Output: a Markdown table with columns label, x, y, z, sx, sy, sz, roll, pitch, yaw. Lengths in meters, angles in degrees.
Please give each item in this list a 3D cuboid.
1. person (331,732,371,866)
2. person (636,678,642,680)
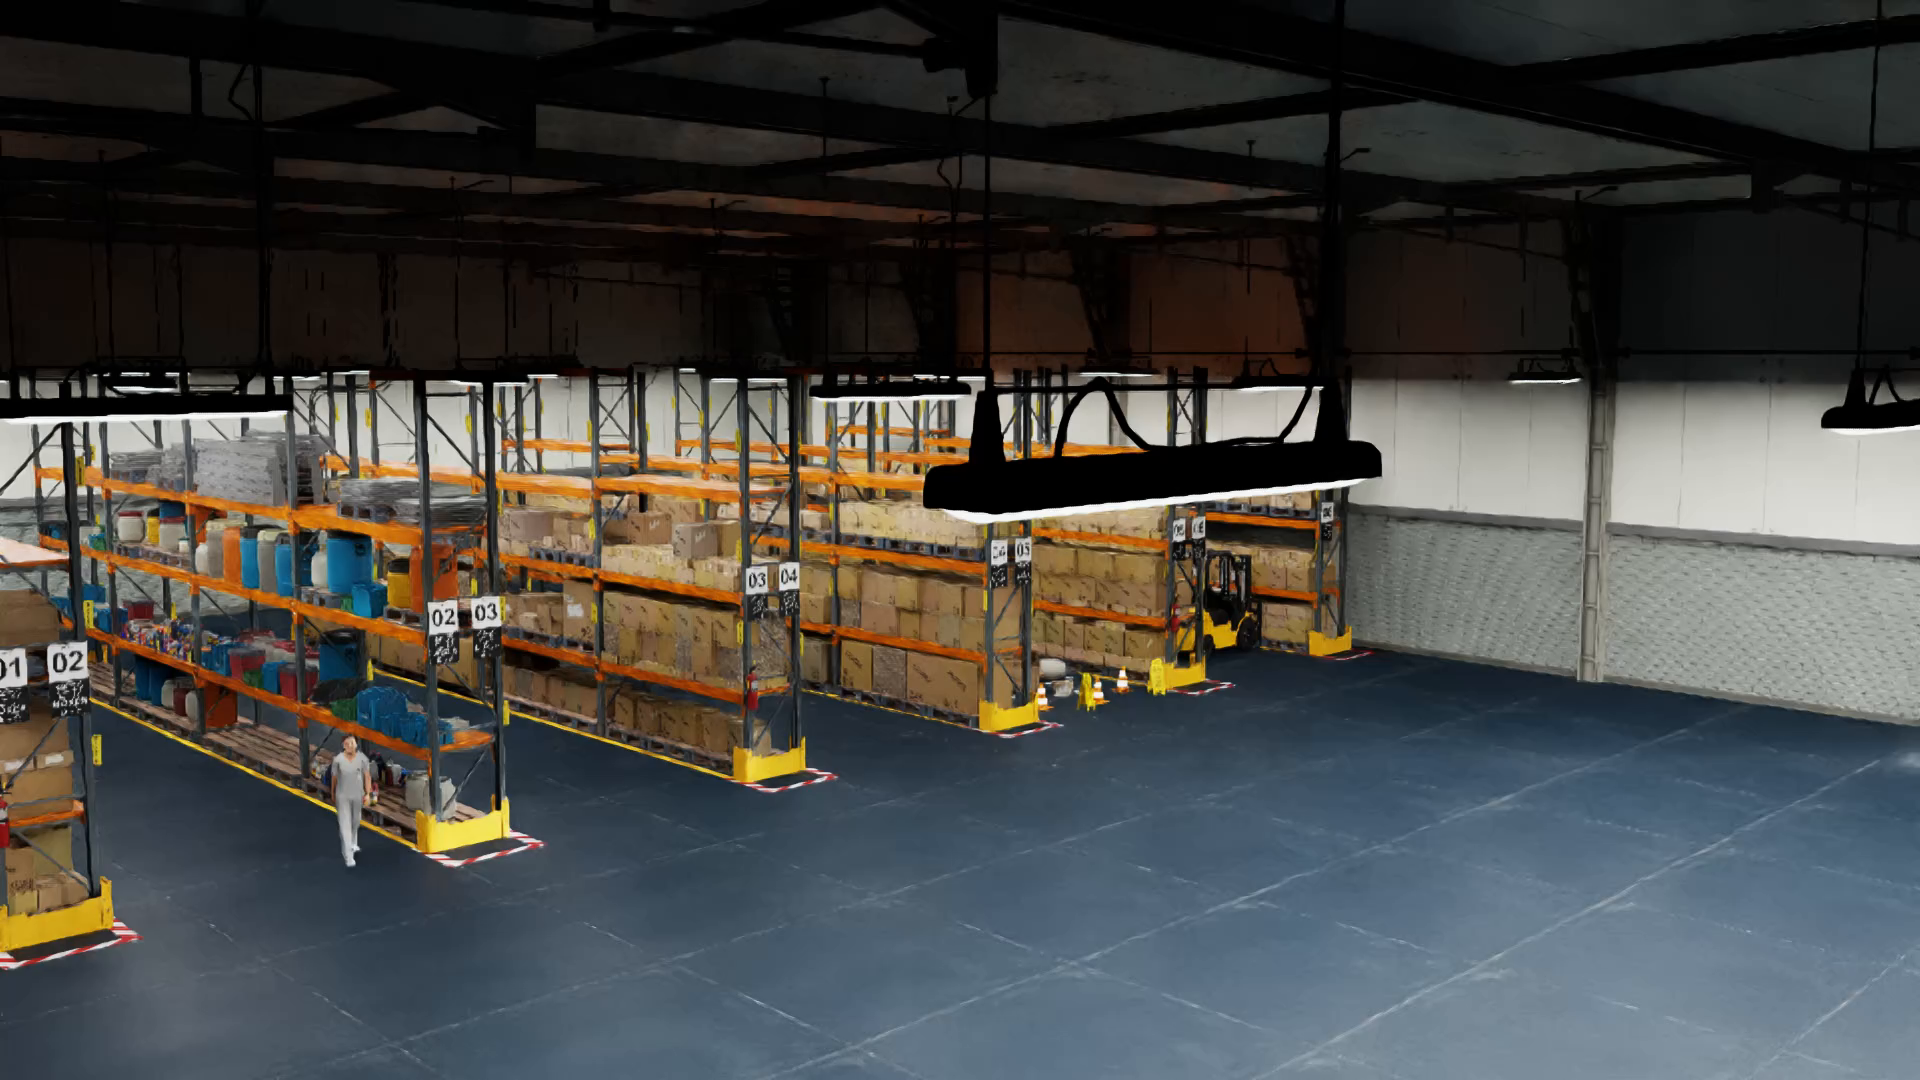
| label | x | y | z | sx | sy | sz | roll | pitch | yaw |
| --- | --- | --- | --- | --- | --- | --- | --- | --- | --- |
| person | -7.573 | 3.181 | 20.720 | 0.446 | 1.601 | 1.005 | -4 | 8 | -34 |
| person | -5.957 | 1.890 | 31.924 | 0.545 | 1.665 | 0.571 | -2 | 7 | -17 |
